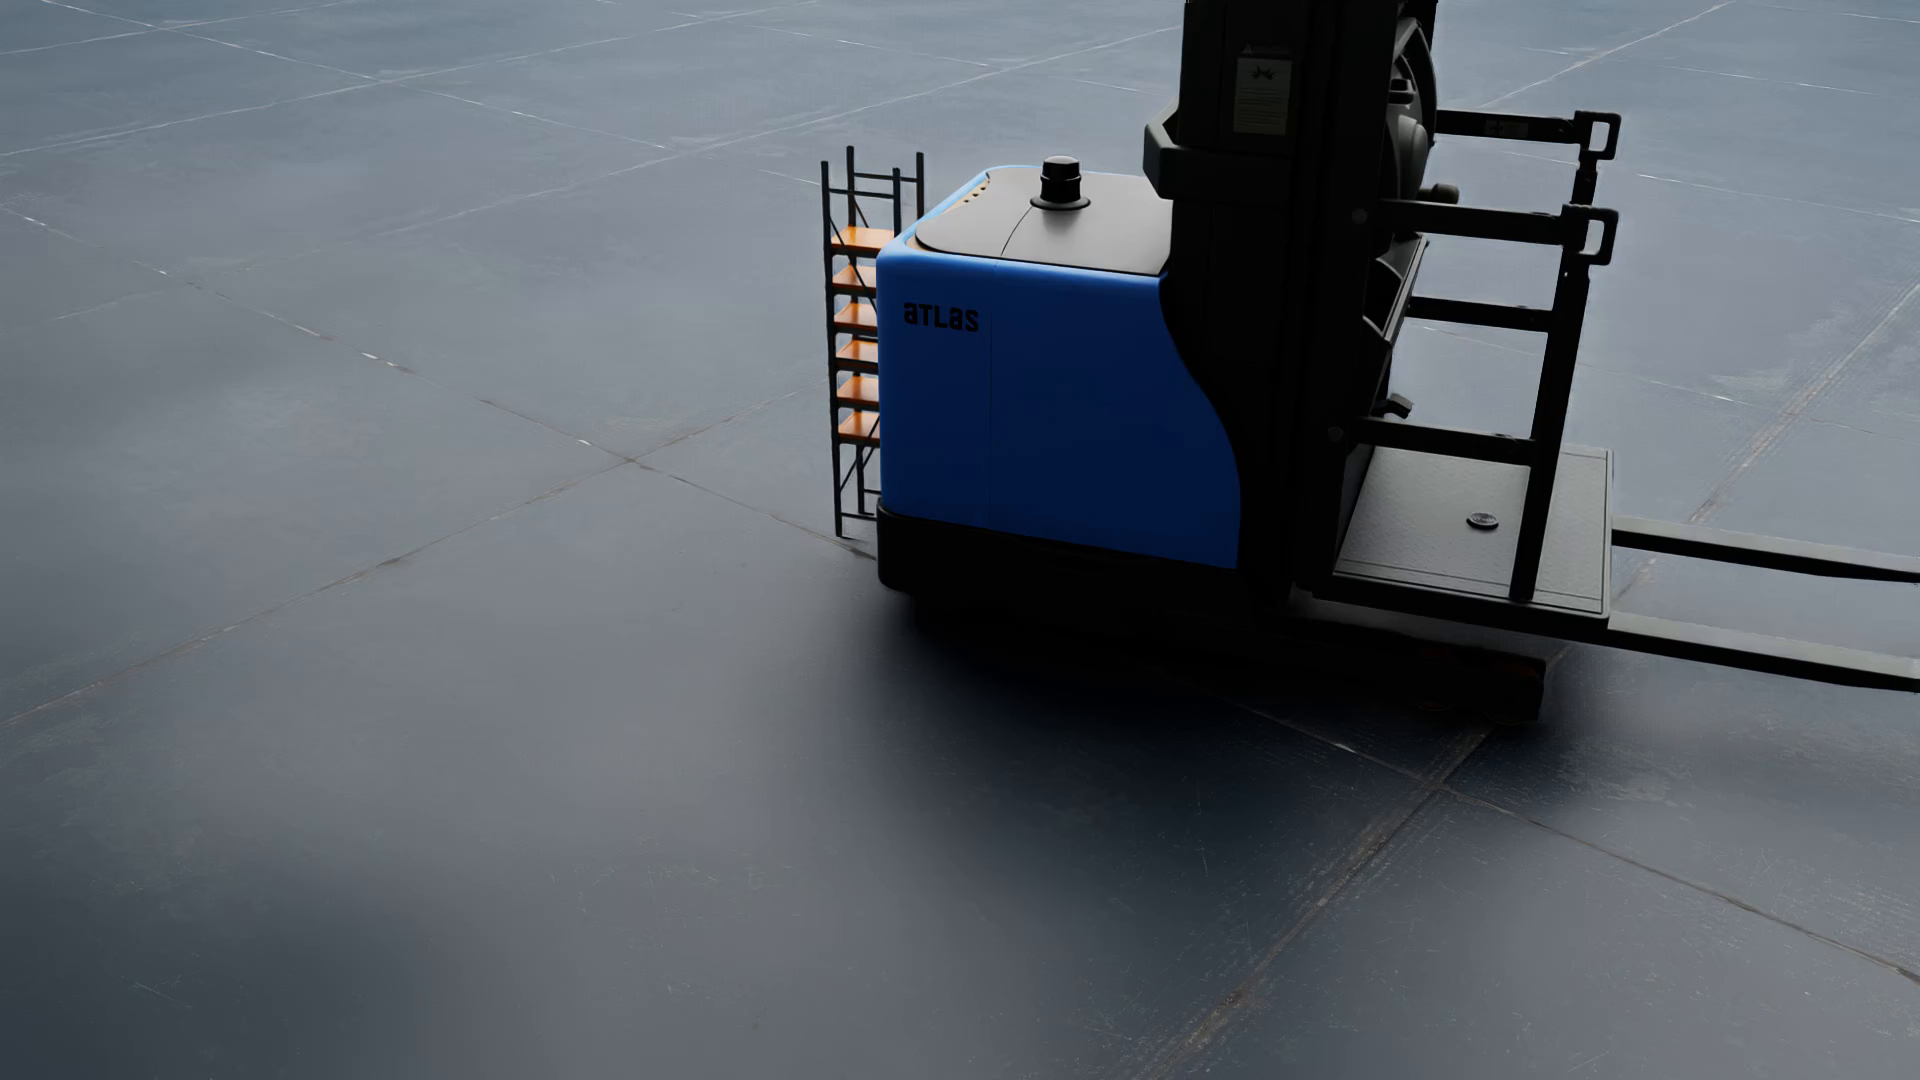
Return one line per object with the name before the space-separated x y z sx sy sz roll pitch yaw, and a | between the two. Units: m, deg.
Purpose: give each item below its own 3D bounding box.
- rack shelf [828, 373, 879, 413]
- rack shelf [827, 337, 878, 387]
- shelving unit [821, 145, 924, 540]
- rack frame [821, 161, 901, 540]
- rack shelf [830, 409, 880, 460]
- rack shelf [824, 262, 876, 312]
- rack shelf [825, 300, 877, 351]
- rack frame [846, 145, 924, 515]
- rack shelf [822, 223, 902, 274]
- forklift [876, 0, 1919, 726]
rack shelf | -0.249 -0.418 5.111 0.258 0.103 0.180 9 29 18
rack shelf | -0.249 -0.525 5.055 0.258 0.103 0.180 9 29 18
shelving unit | -0.249 -0.565 5.035 0.258 1.200 0.189 9 29 18
rack frame | -0.280 -0.525 4.959 0.240 1.200 0.006 9 29 18
rack shelf | -0.249 -0.312 5.166 0.258 0.103 0.180 9 29 18
rack shelf | -0.249 -0.738 4.945 0.258 0.103 0.180 9 29 18
rack shelf | -0.249 -0.632 5.000 0.258 0.103 0.180 9 29 18
rack frame | -0.218 -0.604 5.112 0.240 1.200 0.006 9 29 18
rack shelf | -0.250 -0.845 4.890 0.258 0.103 0.180 9 29 18
forklift | 1.332 -1.096 4.178 3.031 2.935 1.130 9 29 17
